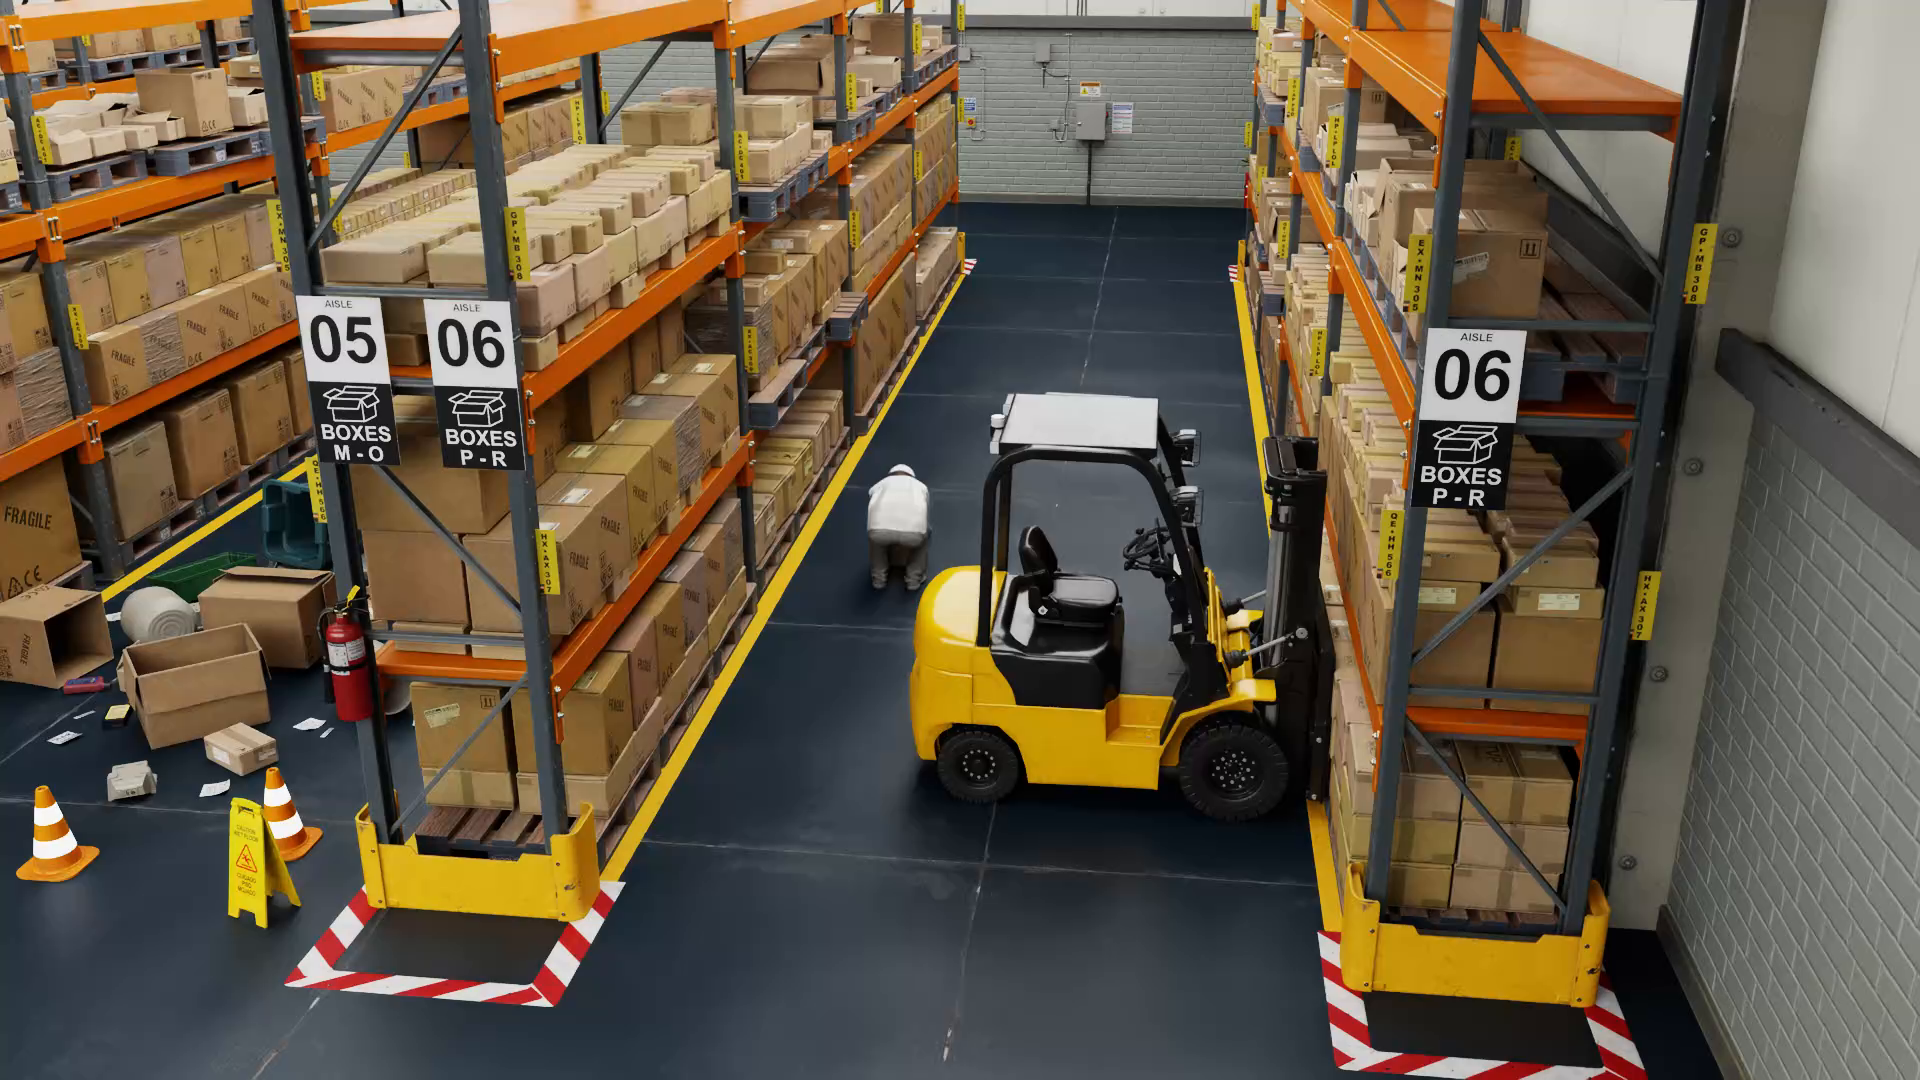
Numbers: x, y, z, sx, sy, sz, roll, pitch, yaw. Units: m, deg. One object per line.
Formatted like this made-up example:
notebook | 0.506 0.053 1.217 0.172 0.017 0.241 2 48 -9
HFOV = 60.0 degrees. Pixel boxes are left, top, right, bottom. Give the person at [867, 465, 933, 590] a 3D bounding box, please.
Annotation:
person | -0.461 -0.093 12.700 0.506 0.795 0.994 2 21 4
